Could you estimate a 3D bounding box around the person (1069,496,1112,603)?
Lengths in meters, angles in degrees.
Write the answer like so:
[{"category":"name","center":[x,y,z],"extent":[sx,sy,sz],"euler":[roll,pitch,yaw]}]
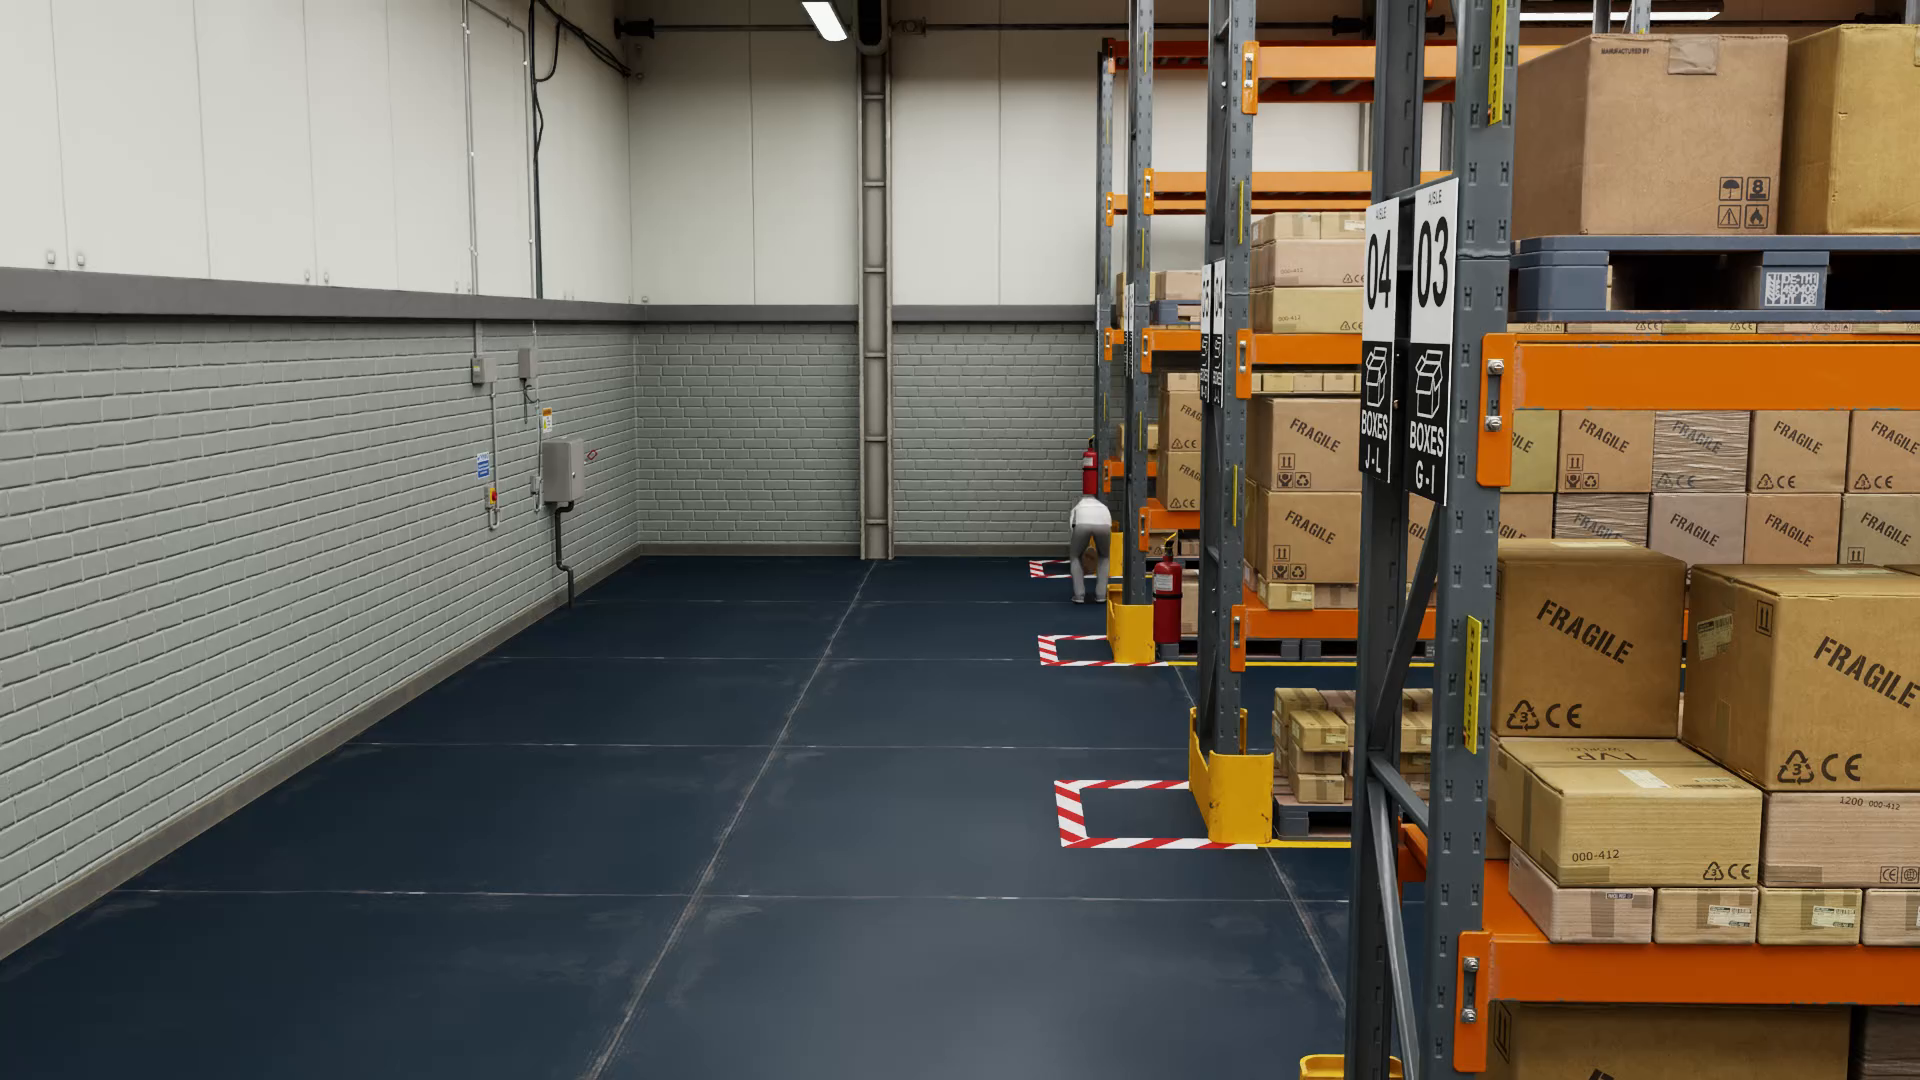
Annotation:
[{"category":"person","center":[1.347,0.097,17.396],"extent":[0.422,1.062,0.942],"euler":[0,7,-1]}]
